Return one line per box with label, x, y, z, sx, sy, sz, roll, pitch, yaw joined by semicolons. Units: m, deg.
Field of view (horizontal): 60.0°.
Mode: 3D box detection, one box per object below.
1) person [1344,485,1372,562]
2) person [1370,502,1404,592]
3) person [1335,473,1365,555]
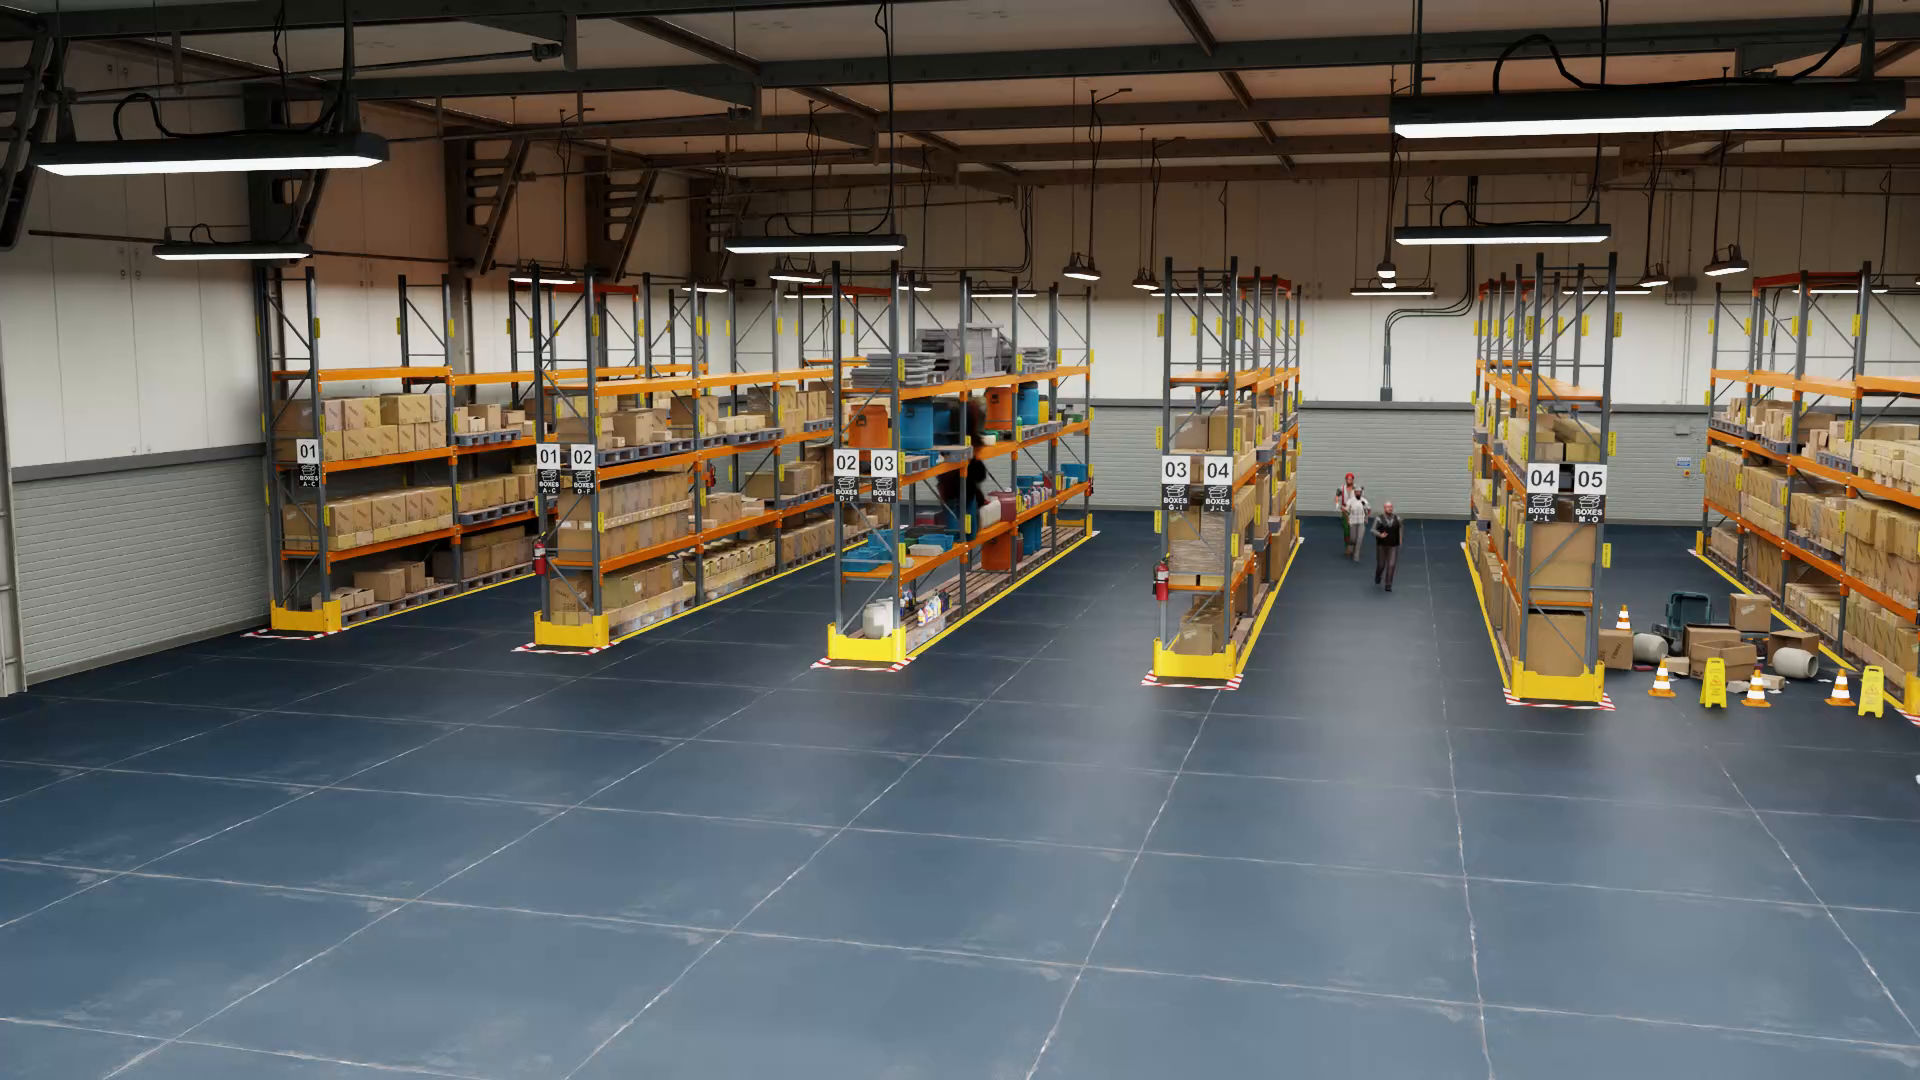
person;8.608;-0.368;35.990;0.592;1.645;0.675;1;7;7
person;8.191;0.117;31.897;0.665;1.691;0.775;0;7;3
person;8.727;-0.611;37.265;0.670;1.797;0.883;2;7;13
